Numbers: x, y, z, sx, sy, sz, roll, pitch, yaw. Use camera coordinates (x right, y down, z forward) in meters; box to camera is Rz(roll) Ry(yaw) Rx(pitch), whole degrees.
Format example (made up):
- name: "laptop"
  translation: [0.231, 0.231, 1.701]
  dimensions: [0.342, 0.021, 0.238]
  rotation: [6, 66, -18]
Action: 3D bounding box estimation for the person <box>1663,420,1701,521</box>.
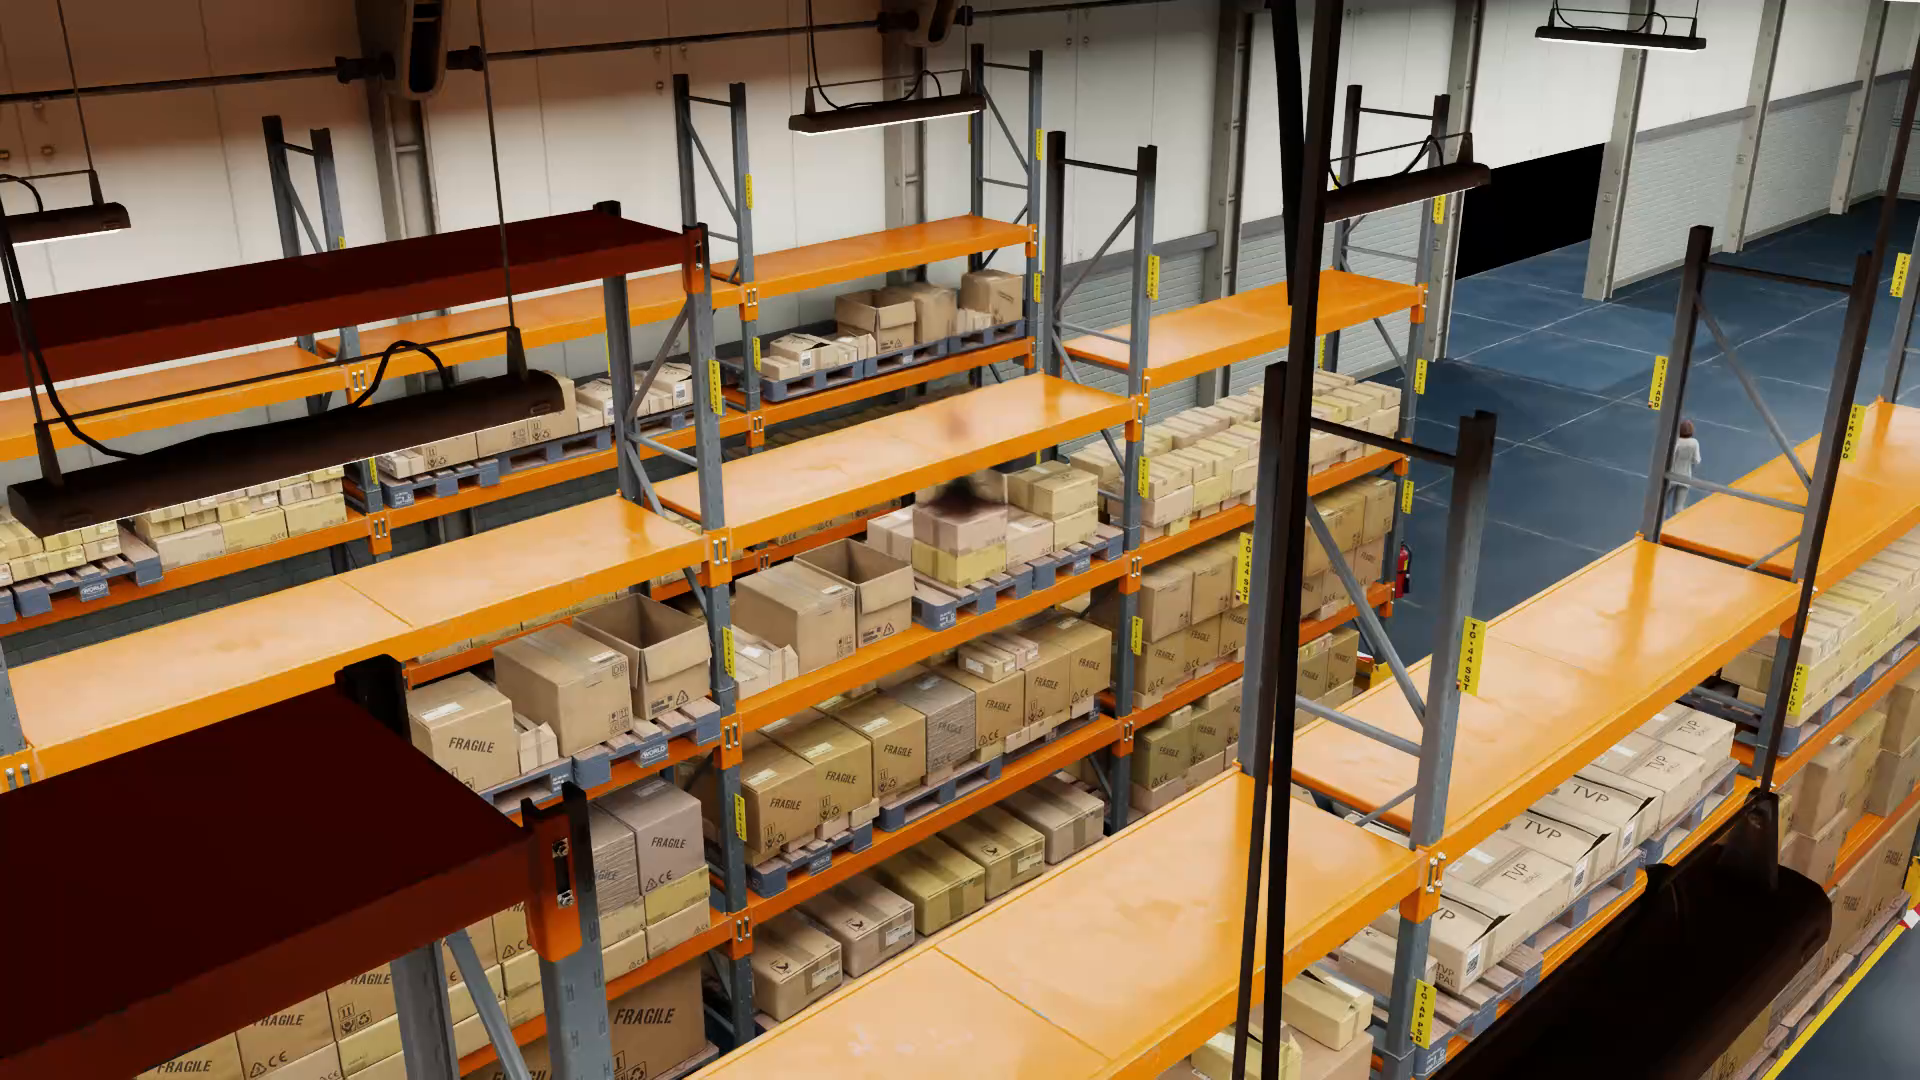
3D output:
- name: "person"
  translation: [8.792, -0.684, 20.398]
  dimensions: [0.529, 1.632, 0.810]
  rotation: [1, 22, 2]
